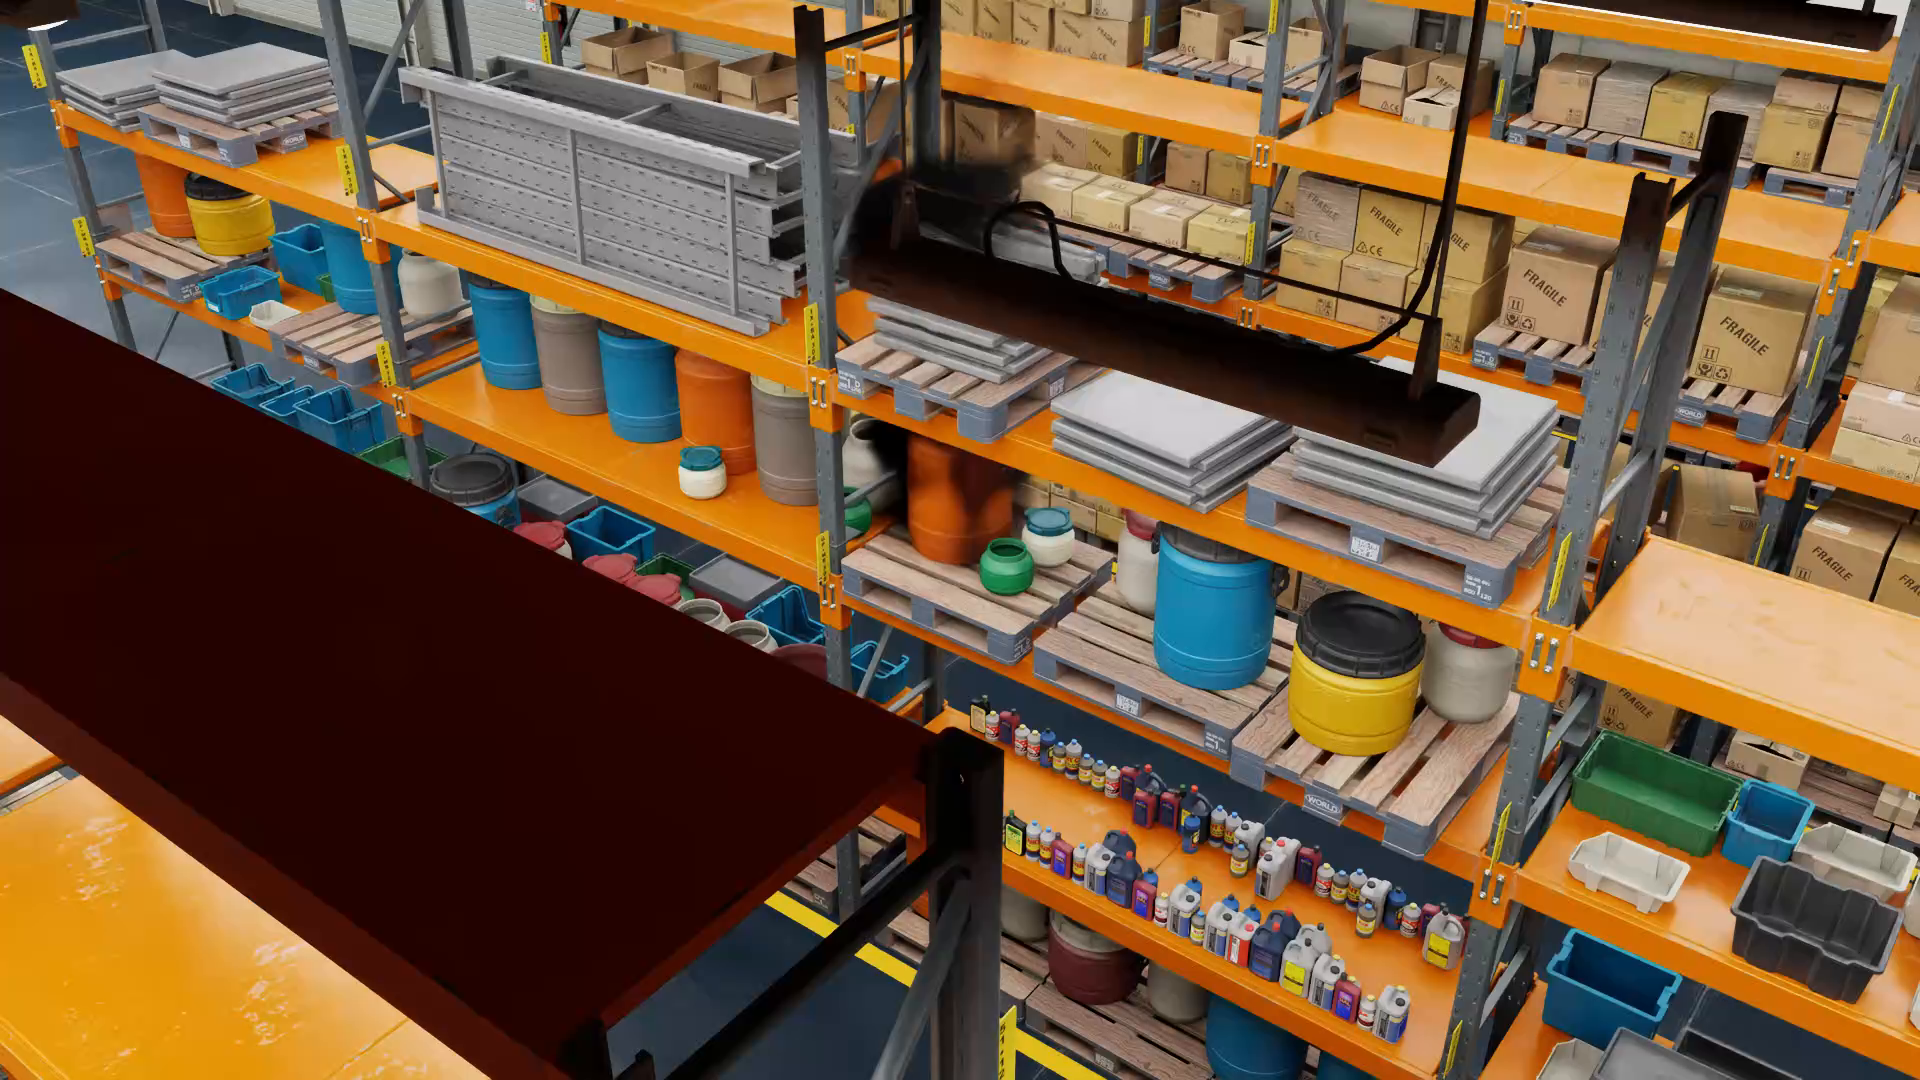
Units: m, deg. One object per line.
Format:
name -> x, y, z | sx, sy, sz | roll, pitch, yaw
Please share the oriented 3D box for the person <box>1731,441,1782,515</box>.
person -> 6.926, -0.406, 14.346 | 0.644, 1.686, 0.665 | 12, 33, 18
